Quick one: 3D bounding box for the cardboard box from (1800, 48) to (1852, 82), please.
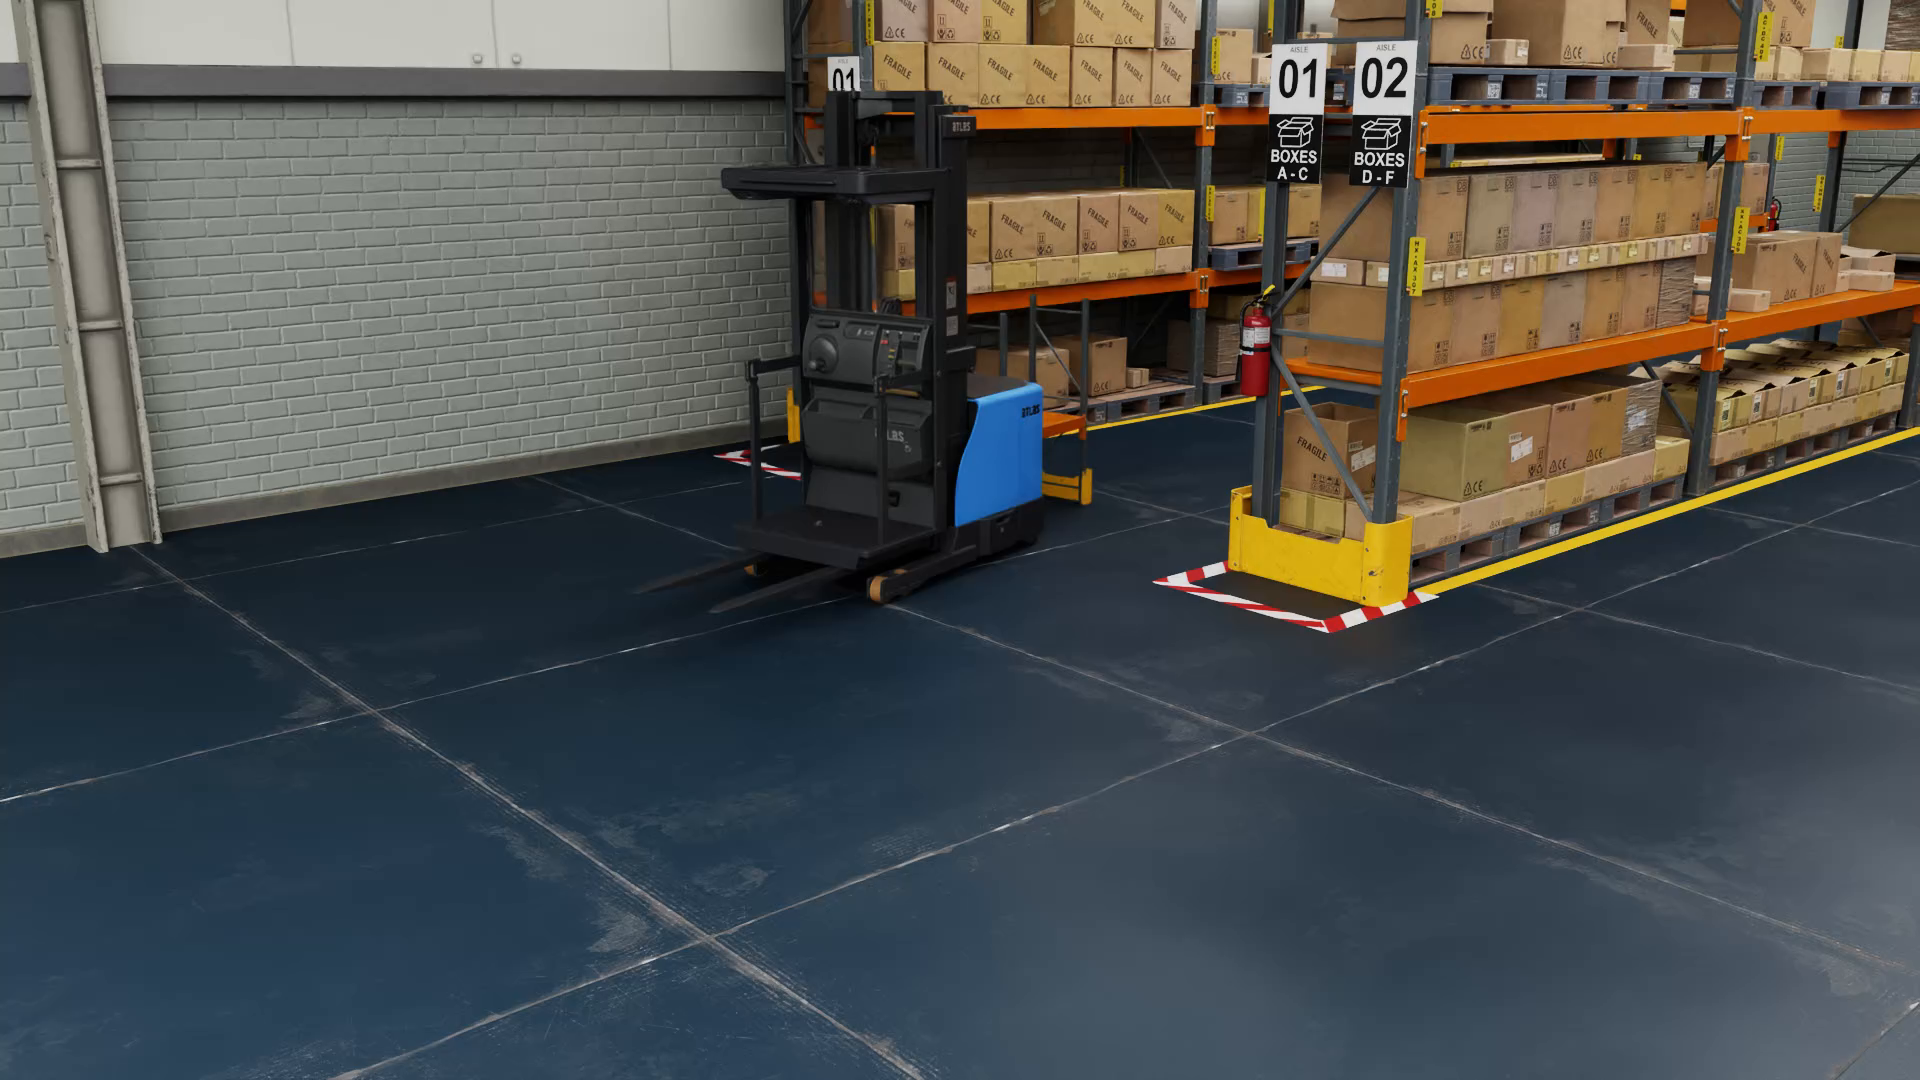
[{"bbox_3d":[6.711,-3.763,13.190,0.500,0.250,0.500,14,20,42],"label":"cardboard box"}]

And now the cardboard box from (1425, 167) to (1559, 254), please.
[{"bbox_3d":[3.385,-2.130,10.705,0.500,0.500,0.700,-13,19,-39],"label":"cardboard box"}]

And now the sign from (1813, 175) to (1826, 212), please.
[{"bbox_3d":[7.883,-3.174,15.232,0.005,0.325,0.100,-13,19,-39],"label":"sign"}]

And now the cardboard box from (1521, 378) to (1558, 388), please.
[{"bbox_3d":[3.919,-0.921,11.948,0.500,0.500,0.500,-13,19,-39],"label":"cardboard box"}]

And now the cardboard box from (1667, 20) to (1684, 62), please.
[{"bbox_3d":[8.731,-6.247,20.842,0.500,0.500,0.500,-13,20,-40],"label":"cardboard box"}]

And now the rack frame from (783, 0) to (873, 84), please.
[{"bbox_3d":[-1.043,-5.056,12.741,0.127,3.000,1.000,-13,19,-39],"label":"rack frame"}]

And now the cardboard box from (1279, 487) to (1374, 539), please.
[{"bbox_3d":[2.422,-0.217,10.764,0.500,0.250,0.500,-13,19,-39],"label":"cardboard box"}]

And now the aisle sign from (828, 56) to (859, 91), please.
[{"bbox_3d":[-0.901,-3.343,12.916,0.004,0.787,0.394,-13,19,-39],"label":"aisle sign"}]

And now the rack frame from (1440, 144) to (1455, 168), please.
[{"bbox_3d":[4.992,-3.513,18.589,0.127,3.000,1.000,-13,19,-39],"label":"rack frame"}]

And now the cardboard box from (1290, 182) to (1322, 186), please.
[{"bbox_3d":[3.718,-3.477,17.408,0.500,0.500,0.700,-13,19,-39],"label":"cardboard box"}]

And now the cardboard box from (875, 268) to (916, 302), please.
[{"bbox_3d":[-0.467,-2.116,13.610,0.500,0.250,0.500,-13,20,-41],"label":"cardboard box"}]

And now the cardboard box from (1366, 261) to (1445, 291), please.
[{"bbox_3d":[2.649,-1.580,9.903,0.250,0.149,0.380,-13,20,-40],"label":"cardboard box"}]

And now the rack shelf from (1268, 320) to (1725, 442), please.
[{"bbox_3d":[3.720,-1.185,11.269,4.000,0.370,1.077,-13,19,-39],"label":"rack shelf"}]

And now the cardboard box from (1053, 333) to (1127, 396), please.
[{"bbox_3d":[1.217,-1.657,15.631,0.500,0.500,0.500,14,21,43],"label":"cardboard box"}]

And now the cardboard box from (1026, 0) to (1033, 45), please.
[{"bbox_3d":[0.285,-4.529,14.412,0.500,0.500,0.500,-13,20,-39],"label":"cardboard box"}]

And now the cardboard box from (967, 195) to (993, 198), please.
[{"bbox_3d":[-0.054,-2.750,14.533,0.500,0.500,0.500,-13,20,-41],"label":"cardboard box"}]

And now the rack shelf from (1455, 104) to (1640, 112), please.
[{"bbox_3d":[6.500,-4.953,19.563,4.000,0.370,1.077,-13,19,-39],"label":"rack shelf"}]

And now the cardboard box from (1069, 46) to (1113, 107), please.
[{"bbox_3d":[0.972,-4.024,14.459,0.500,0.500,0.500,-14,20,-41],"label":"cardboard box"}]

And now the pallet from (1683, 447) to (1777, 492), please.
[{"bbox_3d":[5.759,-0.657,13.300,1.213,0.211,1.003,-13,19,-39],"label":"pallet"}]

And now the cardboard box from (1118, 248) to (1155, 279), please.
[{"bbox_3d":[1.435,-2.551,15.238,0.500,0.250,0.500,-13,19,-39],"label":"cardboard box"}]

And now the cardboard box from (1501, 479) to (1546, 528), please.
[{"bbox_3d":[3.514,-0.286,11.023,0.500,0.250,0.500,-13,19,-39],"label":"cardboard box"}]

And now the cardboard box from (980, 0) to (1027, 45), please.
[{"bbox_3d":[0.198,-4.330,13.666,0.500,0.500,0.500,-12,19,-38],"label":"cardboard box"}]

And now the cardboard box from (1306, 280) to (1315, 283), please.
[{"bbox_3d":[4.012,-2.664,17.948,0.500,0.250,0.500,-12,19,-38],"label":"cardboard box"}]

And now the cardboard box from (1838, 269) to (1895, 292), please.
[{"bbox_3d":[7.749,-2.222,14.242,0.250,0.149,0.380,-13,19,-39],"label":"cardboard box"}]

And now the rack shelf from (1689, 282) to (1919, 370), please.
[{"bbox_3d":[6.738,-1.863,13.806,4.000,0.370,1.077,-13,19,-39],"label":"rack shelf"}]

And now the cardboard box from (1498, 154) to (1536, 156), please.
[{"bbox_3d":[6.726,-4.552,20.215,0.500,0.250,0.500,-14,20,-41],"label":"cardboard box"}]

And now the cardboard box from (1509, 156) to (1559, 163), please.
[{"bbox_3d":[6.664,-4.368,19.528,0.500,0.250,0.500,-13,20,-40],"label":"cardboard box"}]

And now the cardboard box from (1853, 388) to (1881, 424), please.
[{"bbox_3d":[7.623,-1.199,14.441,0.500,0.250,0.500,-13,20,-40],"label":"cardboard box"}]

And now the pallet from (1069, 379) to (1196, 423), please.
[{"bbox_3d":[1.491,-1.368,15.961,1.213,0.211,1.003,-13,19,-39],"label":"pallet"}]

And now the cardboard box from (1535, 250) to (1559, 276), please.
[{"bbox_3d":[3.619,-1.799,10.721,0.250,0.149,0.380,-13,20,-40],"label":"cardboard box"}]

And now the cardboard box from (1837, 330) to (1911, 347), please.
[{"bbox_3d":[8.798,-1.758,16.011,0.500,0.500,0.500,-12,19,-37],"label":"cardboard box"}]

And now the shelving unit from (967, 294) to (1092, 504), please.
[{"bbox_3d":[0.420,-0.937,11.852,0.587,1.500,1.083,11,18,35],"label":"shelving unit"}]

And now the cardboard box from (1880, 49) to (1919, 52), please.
[{"bbox_3d":[8.553,-4.127,14.882,0.500,0.500,0.910,-13,19,-39],"label":"cardboard box"}]

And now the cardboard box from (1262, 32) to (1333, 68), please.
[{"bbox_3d":[3.369,-4.822,16.669,0.500,0.500,0.500,-14,20,-41],"label":"cardboard box"}]

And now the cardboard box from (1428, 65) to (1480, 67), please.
[{"bbox_3d":[2.907,-3.088,10.390,0.500,0.250,0.500,-13,19,-39],"label":"cardboard box"}]

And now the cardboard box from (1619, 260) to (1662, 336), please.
[{"bbox_3d":[4.505,-1.753,11.806,0.500,0.500,0.700,-13,20,-40],"label":"cardboard box"}]

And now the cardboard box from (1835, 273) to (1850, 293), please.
[{"bbox_3d":[7.321,-2.201,14.164,0.250,0.149,0.380,-11,18,-35],"label":"cardboard box"}]

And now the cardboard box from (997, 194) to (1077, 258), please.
[{"bbox_3d":[0.669,-2.737,14.485,0.500,0.500,0.500,-12,19,-38],"label":"cardboard box"}]

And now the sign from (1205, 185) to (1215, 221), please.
[{"bbox_3d":[2.336,-3.149,15.550,0.005,0.325,0.100,-13,19,-39],"label":"sign"}]

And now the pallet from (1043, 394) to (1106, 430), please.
[{"bbox_3d":[0.570,-1.160,15.183,1.213,0.211,1.003,-13,19,-39],"label":"pallet"}]

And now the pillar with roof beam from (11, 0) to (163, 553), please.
[{"bbox_3d":[-2.783,-3.489,6.873,0.400,9.000,9.100,-13,19,-39],"label":"pillar with roof beam"}]

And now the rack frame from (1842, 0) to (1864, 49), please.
[{"bbox_3d":[8.246,-5.448,14.207,0.127,3.000,1.000,-13,19,-39],"label":"rack frame"}]

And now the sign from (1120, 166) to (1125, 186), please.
[{"bbox_3d":[1.607,-3.502,16.305,0.005,0.325,0.100,-13,19,-39],"label":"sign"}]

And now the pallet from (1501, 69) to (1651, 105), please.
[{"bbox_3d":[3.682,-2.923,10.739,1.213,0.211,1.003,-13,19,-39],"label":"pallet"}]

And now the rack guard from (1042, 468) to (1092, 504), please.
[{"bbox_3d":[0.719,-0.436,12.398,0.587,0.250,0.087,11,18,35],"label":"rack guard"}]

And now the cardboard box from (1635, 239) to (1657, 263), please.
[{"bbox_3d":[4.583,-2.015,11.529,0.250,0.149,0.380,-13,20,-39],"label":"cardboard box"}]

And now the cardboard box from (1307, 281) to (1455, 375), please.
[{"bbox_3d":[2.572,-1.319,10.181,0.500,0.500,0.700,-13,19,-39],"label":"cardboard box"}]

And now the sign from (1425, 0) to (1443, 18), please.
[{"bbox_3d":[2.571,-2.995,8.989,0.005,0.325,0.100,-13,19,-39],"label":"sign"}]

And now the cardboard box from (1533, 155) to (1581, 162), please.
[{"bbox_3d":[7.048,-4.454,19.852,0.500,0.250,0.500,-12,19,-38],"label":"cardboard box"}]

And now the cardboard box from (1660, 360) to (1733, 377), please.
[{"bbox_3d":[6.112,-1.315,13.788,0.500,0.311,0.500,-13,20,-40],"label":"cardboard box"}]

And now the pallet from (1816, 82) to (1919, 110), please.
[{"bbox_3d":[6.951,-3.585,13.412,1.213,0.211,1.003,-12,19,-37],"label":"pallet"}]

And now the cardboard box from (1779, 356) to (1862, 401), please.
[{"bbox_3d":[7.242,-1.384,14.045,0.500,0.311,0.500,-13,20,-40],"label":"cardboard box"}]

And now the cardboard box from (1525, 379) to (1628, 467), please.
[{"bbox_3d":[4.263,-0.819,11.566,0.500,0.500,0.500,-13,19,-39],"label":"cardboard box"}]

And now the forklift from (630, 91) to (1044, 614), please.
[{"bbox_3d":[-0.700,-1.179,9.983,1.130,2.935,3.031,10,18,34],"label":"forklift"}]

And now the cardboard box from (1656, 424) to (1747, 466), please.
[{"bbox_3d":[5.696,-0.766,12.820,0.500,0.250,0.500,-13,20,-41],"label":"cardboard box"}]
